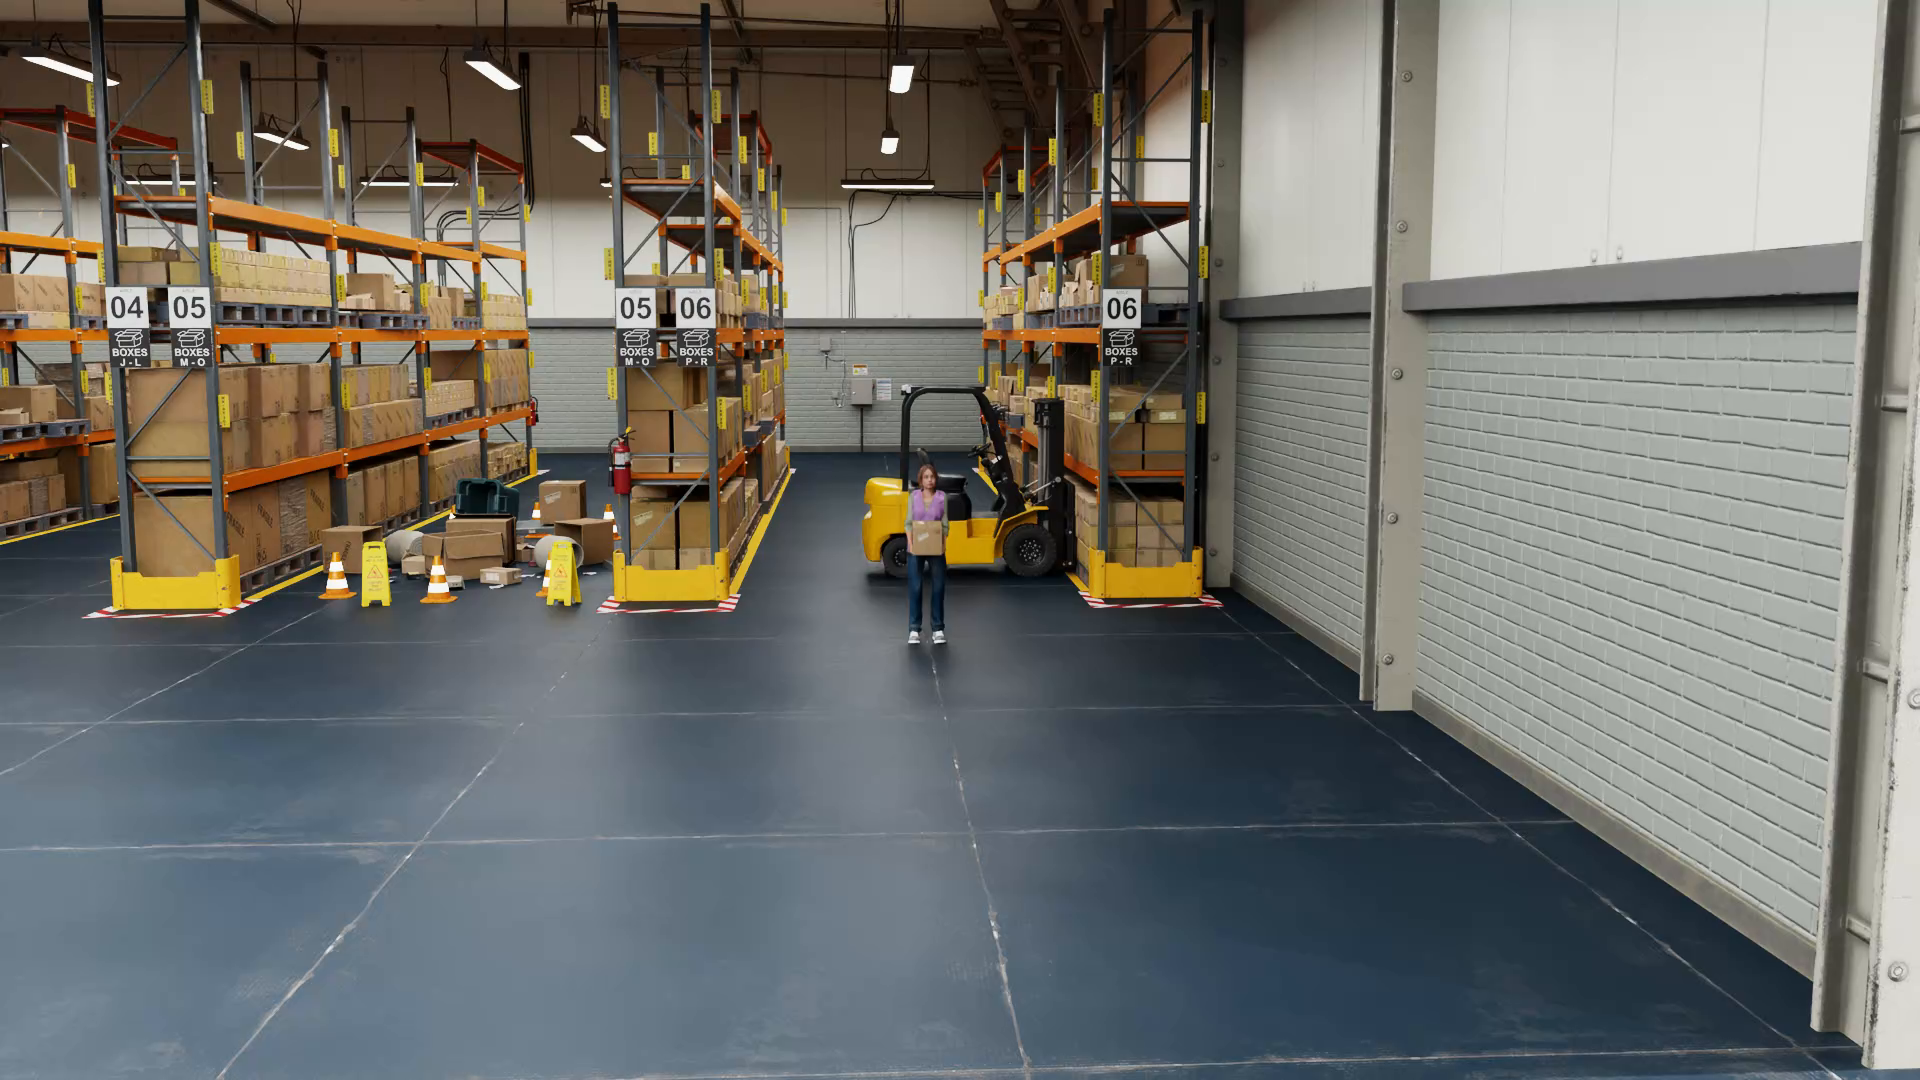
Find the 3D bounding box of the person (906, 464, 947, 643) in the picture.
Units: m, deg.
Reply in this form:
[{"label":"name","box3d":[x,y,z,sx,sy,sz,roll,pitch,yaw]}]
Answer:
[{"label":"person","box3d":[-0.294,0.133,14.752,0.384,1.591,0.495,0,7,-3]}]
